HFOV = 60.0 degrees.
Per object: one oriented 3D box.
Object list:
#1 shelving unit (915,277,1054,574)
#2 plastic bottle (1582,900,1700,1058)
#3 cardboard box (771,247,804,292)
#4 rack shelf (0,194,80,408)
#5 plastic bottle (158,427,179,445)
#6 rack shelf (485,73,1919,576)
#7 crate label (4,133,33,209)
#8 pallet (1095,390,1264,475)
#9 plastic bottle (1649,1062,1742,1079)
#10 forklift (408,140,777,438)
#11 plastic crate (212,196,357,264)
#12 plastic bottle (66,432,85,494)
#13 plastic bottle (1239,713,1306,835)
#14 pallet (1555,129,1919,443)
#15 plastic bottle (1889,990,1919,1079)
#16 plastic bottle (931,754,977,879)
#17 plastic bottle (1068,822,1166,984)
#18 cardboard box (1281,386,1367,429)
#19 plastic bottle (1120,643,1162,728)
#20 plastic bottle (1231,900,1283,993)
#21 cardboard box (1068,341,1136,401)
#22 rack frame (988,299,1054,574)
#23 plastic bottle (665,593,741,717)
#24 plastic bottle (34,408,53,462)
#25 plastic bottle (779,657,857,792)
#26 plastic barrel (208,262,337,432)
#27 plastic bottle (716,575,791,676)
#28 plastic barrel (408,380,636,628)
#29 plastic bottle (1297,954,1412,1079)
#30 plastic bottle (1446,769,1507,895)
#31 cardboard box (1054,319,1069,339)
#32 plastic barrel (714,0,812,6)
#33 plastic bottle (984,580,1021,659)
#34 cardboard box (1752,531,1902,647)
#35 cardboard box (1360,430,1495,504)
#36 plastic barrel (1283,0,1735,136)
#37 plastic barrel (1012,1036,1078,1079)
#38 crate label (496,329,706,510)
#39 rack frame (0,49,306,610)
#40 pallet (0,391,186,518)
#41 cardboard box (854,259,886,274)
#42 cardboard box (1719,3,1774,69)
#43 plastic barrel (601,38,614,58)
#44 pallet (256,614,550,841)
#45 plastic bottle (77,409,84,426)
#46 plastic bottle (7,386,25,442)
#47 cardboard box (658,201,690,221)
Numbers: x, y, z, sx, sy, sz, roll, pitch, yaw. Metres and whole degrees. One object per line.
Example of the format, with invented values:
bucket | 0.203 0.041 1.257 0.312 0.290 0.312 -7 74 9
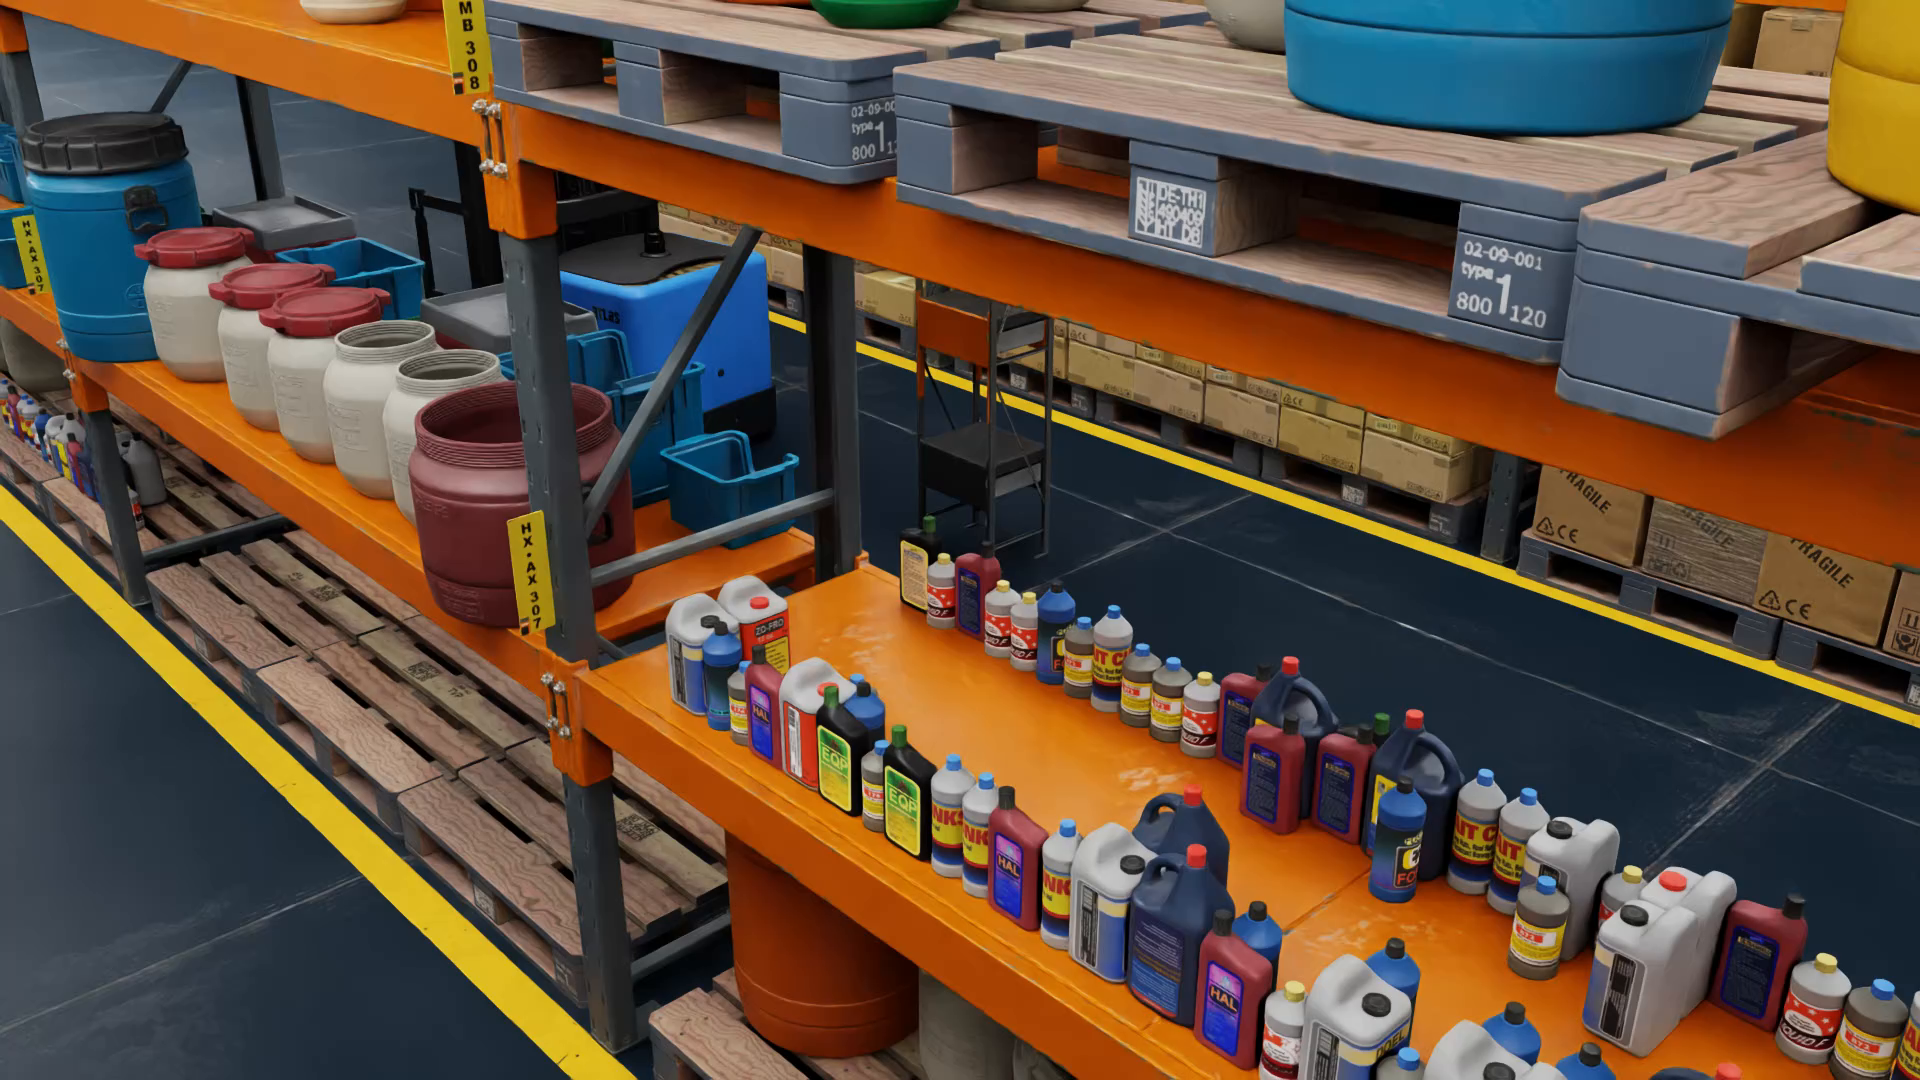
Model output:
shelving unit | 0.113 -0.905 7.704 0.431 2.100 0.503 -21 32 -38
plastic bottle | 1.254 0.785 3.064 0.152 0.276 0.135 -21 32 -38
cardboard box | -0.977 -1.934 11.681 0.500 0.250 0.500 -21 32 -38
rack shelf | -4.798 -1.488 8.764 1.077 0.370 4.000 -21 32 -38
plastic bottle | -4.191 -0.669 8.854 0.152 0.276 0.135 -21 32 -38
rack shelf | 0.670 -0.429 2.829 1.077 0.370 4.000 -21 32 -38
crate label | -4.710 -1.956 8.882 0.502 0.435 0.616 -21 32 -38
pallet | 1.557 -0.763 9.668 1.003 0.211 1.213 -21 32 -38
plastic bottle | 1.148 0.954 2.604 0.144 0.351 0.185 -21 32 -38
forklift | -2.520 -2.154 9.440 3.031 2.935 1.130 18 30 34
plastic crate | -2.877 -1.179 7.142 0.402 0.464 0.583 -21 32 -38
plastic bottle | -4.355 -0.383 8.218 0.061 0.283 0.133 -19 30 -35
plastic bottle | 0.693 0.500 3.680 0.061 0.283 0.133 -21 32 -38
pallet | 1.430 -0.274 1.850 1.213 0.211 1.003 -21 32 -38
plastic bottle | 1.689 0.871 2.882 0.097 0.271 0.097 0 25 0
plastic bottle | -0.013 0.577 3.526 0.097 0.271 0.097 0 25 0
plastic bottle | 0.310 0.702 3.247 0.152 0.276 0.135 -21 32 -38
cardboard box | 2.023 -0.841 8.611 0.500 0.311 0.500 -22 32 -39
plastic bottle | 0.447 0.352 4.104 0.097 0.201 0.097 0 25 0
plastic bottle | 0.540 0.786 3.069 0.097 0.271 0.097 0 25 0
cardboard box | 0.986 -1.050 9.744 0.500 0.250 0.500 -22 33 -40
rack frame | 0.280 -0.831 7.542 0.400 2.100 0.015 -21 32 -38
plastic bottle | -0.638 0.282 4.168 0.152 0.276 0.135 -21 32 -38
plastic bottle | -4.712 -0.547 8.592 0.097 0.271 0.097 0 25 0
plastic bottle | -0.321 0.422 3.861 0.152 0.276 0.135 -21 32 -38
plastic barrel | -2.436 -0.697 6.000 0.433 0.535 0.433 0 25 0
plastic bottle | -0.526 0.239 4.262 0.152 0.276 0.135 -21 32 -38
plastic barrel | -1.236 -0.114 4.722 0.600 0.536 0.708 -21 32 -38
plastic bottle | 0.686 0.869 2.881 0.152 0.276 0.135 -21 32 -38
plastic bottle | 1.081 0.601 3.473 0.097 0.271 0.097 0 25 0
cardboard box | 0.626 -1.460 9.967 0.500 0.311 0.500 -22 32 -39
plastic barrel | -0.311 -1.576 3.453 0.600 0.830 0.708 -21 32 -38
plastic bottle | 0.114 0.204 4.427 0.097 0.201 0.097 0 25 0
cardboard box | 3.725 0.065 6.975 0.500 0.500 0.500 -22 32 -39
cardboard box | 2.383 -0.432 8.389 0.500 0.250 0.500 -20 31 -37
plastic barrel | 0.758 -1.043 2.199 0.600 0.901 0.708 -21 32 -38
plastic barrel | 0.421 1.394 3.979 0.600 0.588 0.708 -21 32 -38
crate label | -1.179 -0.391 5.451 0.502 0.435 0.616 -21 32 -38
rack frame | -3.431 -1.209 7.287 1.000 3.000 0.127 -21 32 -38
pallet | -4.698 -0.526 9.148 1.003 0.211 1.213 -21 32 -38
cardboard box | -0.623 -2.128 11.204 0.500 0.500 0.500 -21 32 -38
cardboard box | 5.338 -3.564 11.798 0.700 0.500 0.500 -21 32 -38
plastic barrel | -0.903 -1.352 4.172 0.294 0.245 0.294 0 25 0
pallet | -2.028 0.656 6.558 1.003 0.211 1.213 -21 32 -38
plastic bottle | -4.465 -0.524 8.527 0.061 0.283 0.133 -21 32 -38
plastic bottle | -5.012 -0.674 8.856 0.061 0.283 0.133 -21 32 -38
cardboard box | -2.000 -2.730 12.524 0.500 0.500 0.500 -21 32 -38
